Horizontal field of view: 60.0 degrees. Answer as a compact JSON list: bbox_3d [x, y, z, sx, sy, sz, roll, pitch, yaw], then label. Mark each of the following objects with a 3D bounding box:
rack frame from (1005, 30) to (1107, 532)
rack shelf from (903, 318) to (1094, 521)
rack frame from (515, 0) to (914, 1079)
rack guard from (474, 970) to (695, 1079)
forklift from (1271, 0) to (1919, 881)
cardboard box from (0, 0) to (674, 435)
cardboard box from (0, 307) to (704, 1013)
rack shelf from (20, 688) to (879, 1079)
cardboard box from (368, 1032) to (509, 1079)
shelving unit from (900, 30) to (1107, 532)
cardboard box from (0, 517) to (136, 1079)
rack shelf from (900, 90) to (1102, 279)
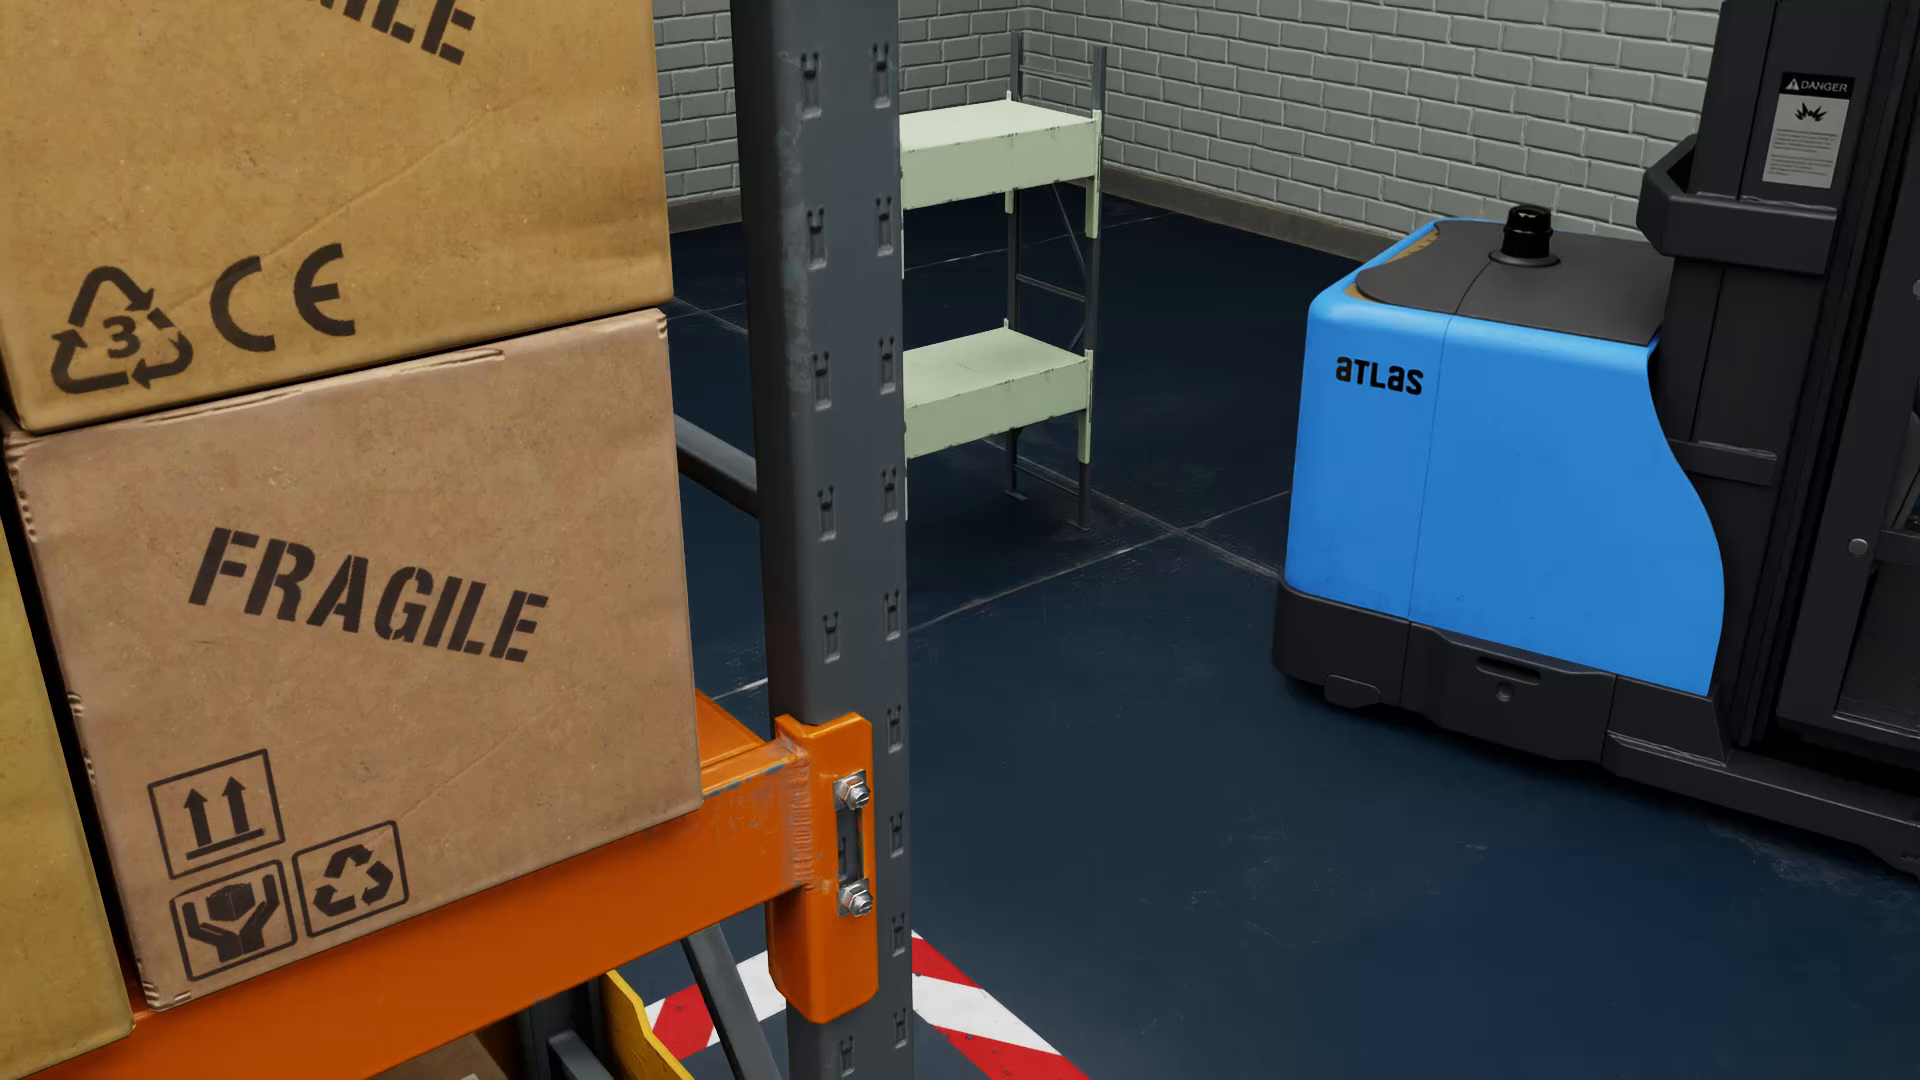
[{"bbox_3d":[0.283,-0.774,5.135,0.023,1.500,0.400,-18,31,-34],"label":"rack frame"},{"bbox_3d":[-0.005,-0.383,5.068,0.720,0.370,0.431,-18,31,-34],"label":"rack shelf"},{"bbox_3d":[-0.410,-0.151,2.011,0.053,2.616,0.949,-18,31,-34],"label":"rack frame"},{"bbox_3d":[-0.468,1.004,2.493,0.348,0.500,1.175,-18,31,-34],"label":"rack guard"},{"bbox_3d":[2.340,-0.772,3.431,3.031,2.935,1.130,15,29,29],"label":"forklift"},{"bbox_3d":[-0.588,-0.442,1.332,0.500,0.500,0.500,-19,31,-34],"label":"cardboard box"},{"bbox_3d":[-0.592,0.012,1.543,0.500,0.500,0.500,-17,30,-32],"label":"cardboard box"},{"bbox_3d":[-1.982,0.696,1.041,4.000,0.370,1.077,-18,31,-34],"label":"rack shelf"},{"bbox_3d":[-0.684,1.008,1.962,0.500,0.500,0.500,-18,31,-34],"label":"cardboard box"},{"bbox_3d":[-0.005,-0.679,4.931,0.755,1.500,0.431,-18,31,-34],"label":"shelving unit"},{"bbox_3d":[-0.999,0.148,1.250,0.500,0.500,0.500,-18,30,-34],"label":"cardboard box"},{"bbox_3d":[-0.005,-1.033,4.766,0.720,0.370,0.431,-18,31,-34],"label":"rack shelf"}]
